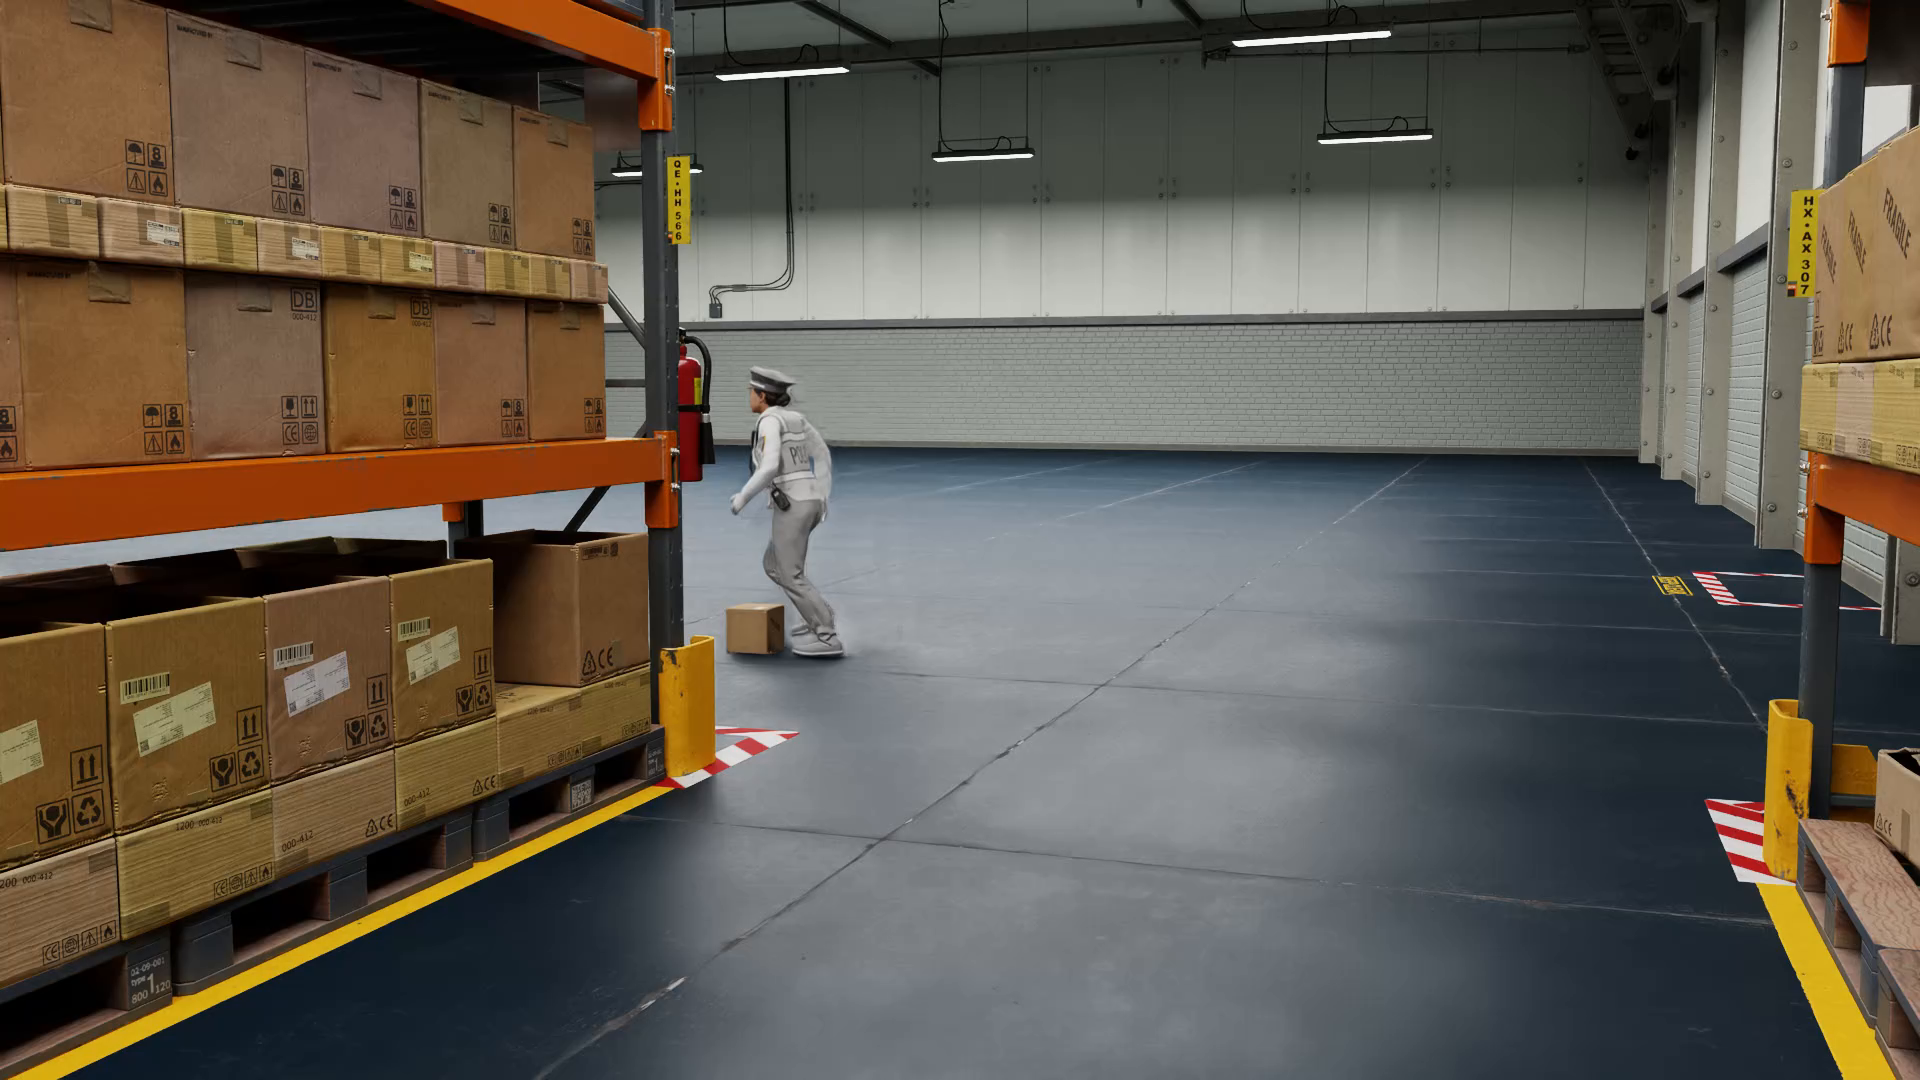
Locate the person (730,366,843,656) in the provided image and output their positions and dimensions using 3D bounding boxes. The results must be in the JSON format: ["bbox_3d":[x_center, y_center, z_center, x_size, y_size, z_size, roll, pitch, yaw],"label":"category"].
[{"bbox_3d":[-0.935,-0.168,9.306,0.645,1.608,0.645,1,5,14],"label":"person"}]
